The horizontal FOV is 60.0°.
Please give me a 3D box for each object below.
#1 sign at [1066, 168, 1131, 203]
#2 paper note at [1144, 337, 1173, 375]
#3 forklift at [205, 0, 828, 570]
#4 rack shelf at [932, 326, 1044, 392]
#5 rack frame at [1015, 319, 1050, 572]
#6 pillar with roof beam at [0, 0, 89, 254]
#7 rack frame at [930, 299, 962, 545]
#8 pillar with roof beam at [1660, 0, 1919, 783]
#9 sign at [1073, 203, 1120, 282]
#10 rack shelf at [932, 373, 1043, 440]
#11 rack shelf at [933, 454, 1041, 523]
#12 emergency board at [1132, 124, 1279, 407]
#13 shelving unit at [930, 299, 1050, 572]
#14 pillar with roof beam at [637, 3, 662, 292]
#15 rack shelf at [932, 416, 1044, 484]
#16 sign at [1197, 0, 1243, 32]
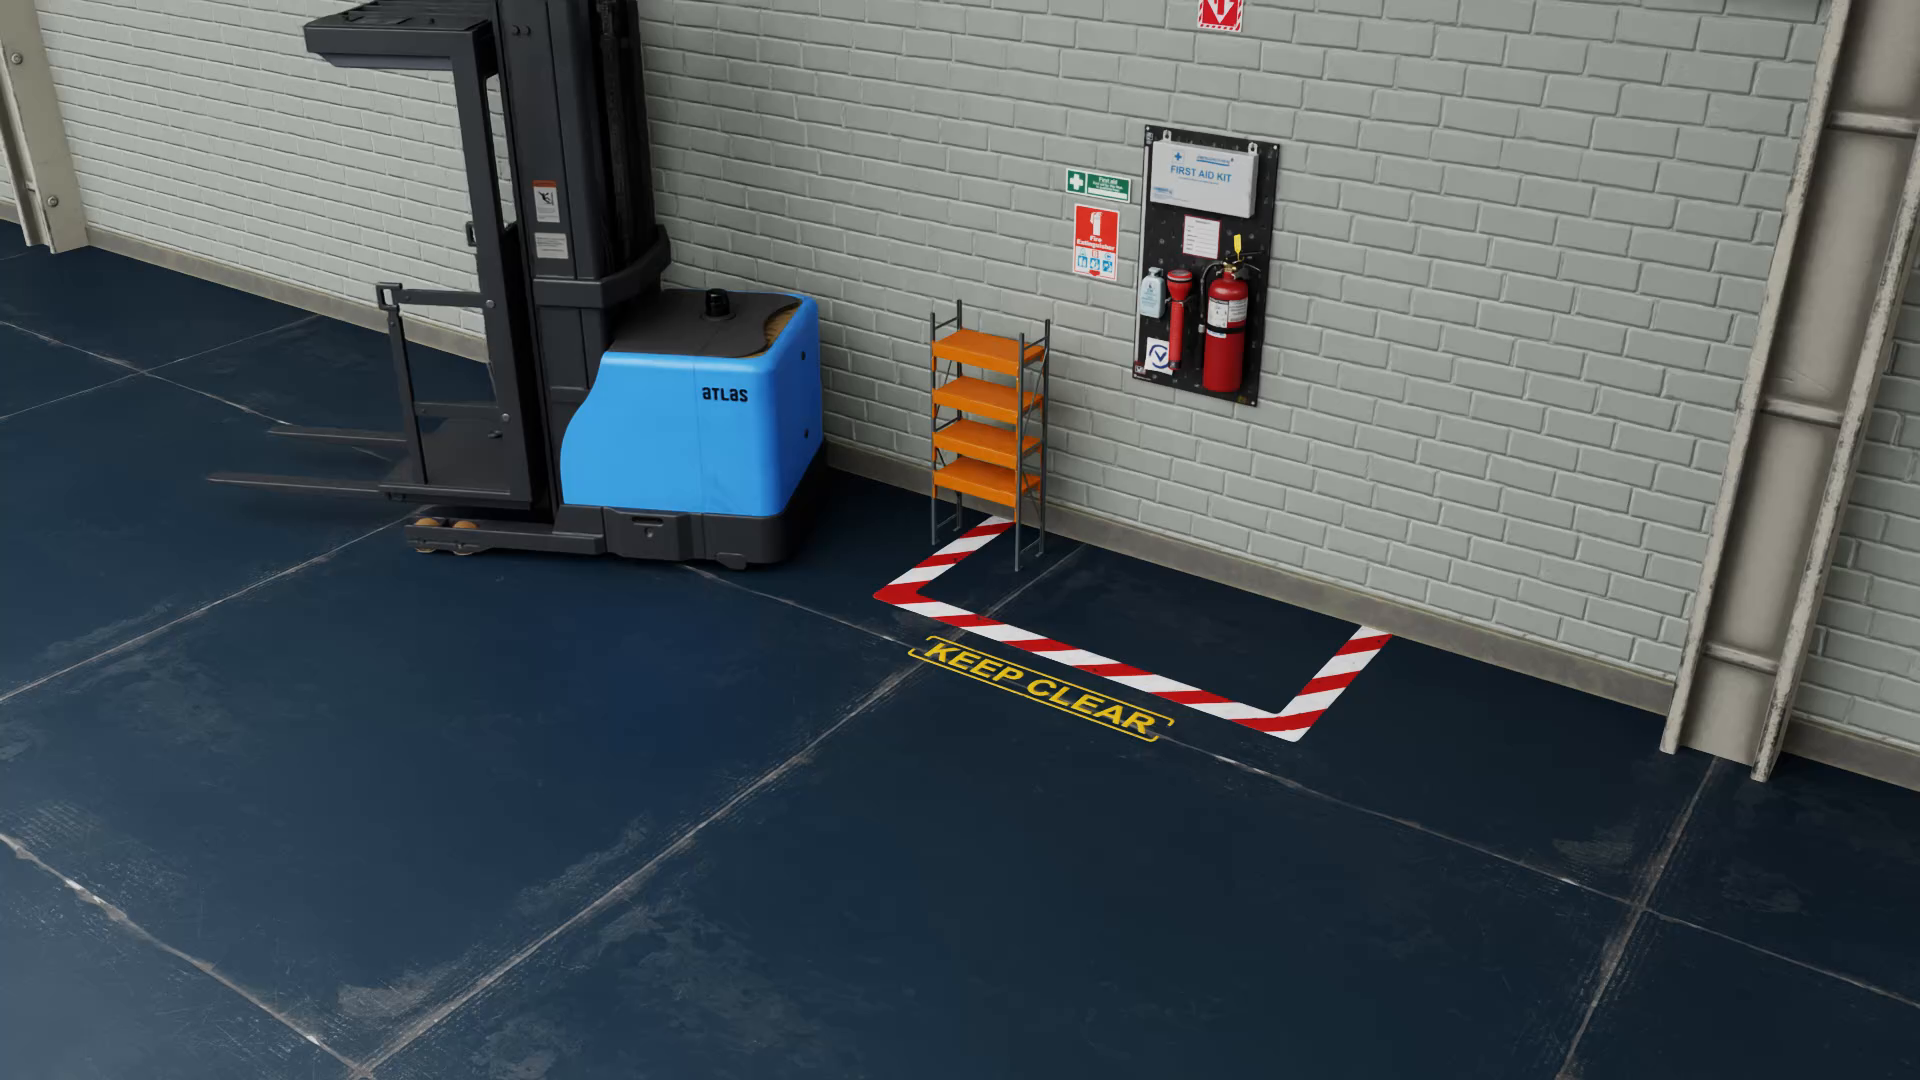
[{"bbox_3d":[0.616,-1.585,7.434,0.331,0.109,0.001,17,32,30],"label":"sign"},{"bbox_3d":[0.908,-0.836,7.556,0.142,0.148,0.016,17,32,30],"label":"paper note"},{"bbox_3d":[-2.254,-1.461,7.890,3.031,2.935,1.130,4,27,8],"label":"forklift"},{"bbox_3d":[0.136,-0.842,7.716,0.480,0.148,0.258,17,32,30],"label":"rack shelf"},{"bbox_3d":[0.338,-0.430,7.771,0.015,1.200,0.240,17,32,30],"label":"rack frame"},{"bbox_3d":[-9.299,-4.654,7.473,0.400,9.000,9.100,17,32,30],"label":"pillar with roof beam"},{"bbox_3d":[-0.065,-0.555,8.018,0.015,1.200,0.240,17,32,30],"label":"rack frame"},{"bbox_3d":[0.592,-1.572,1.418,0.400,9.000,9.100,17,32,30],"label":"pillar with roof beam"},{"bbox_3d":[0.617,-1.353,7.563,0.234,0.329,0.001,17,32,30],"label":"sign"},{"bbox_3d":[0.136,-0.632,7.823,0.480,0.148,0.258,17,32,30],"label":"rack shelf"},{"bbox_3d":[0.136,-0.255,8.015,0.480,0.148,0.258,17,32,30],"label":"rack shelf"},{"bbox_3d":[1.014,-1.157,7.216,0.643,1.169,0.194,17,32,30],"label":"emergency board"},{"bbox_3d":[0.136,-0.492,7.894,0.503,1.200,0.258,17,32,30],"label":"shelving unit"},{"bbox_3d":[-4.353,-3.113,4.446,0.400,9.000,9.100,17,32,30],"label":"pillar with roof beam"},{"bbox_3d":[0.136,-0.432,7.925,0.480,0.148,0.258,17,32,30],"label":"rack shelf"},{"bbox_3d":[1.064,-2.229,6.768,0.199,0.298,0.001,17,32,30],"label":"sign"}]
